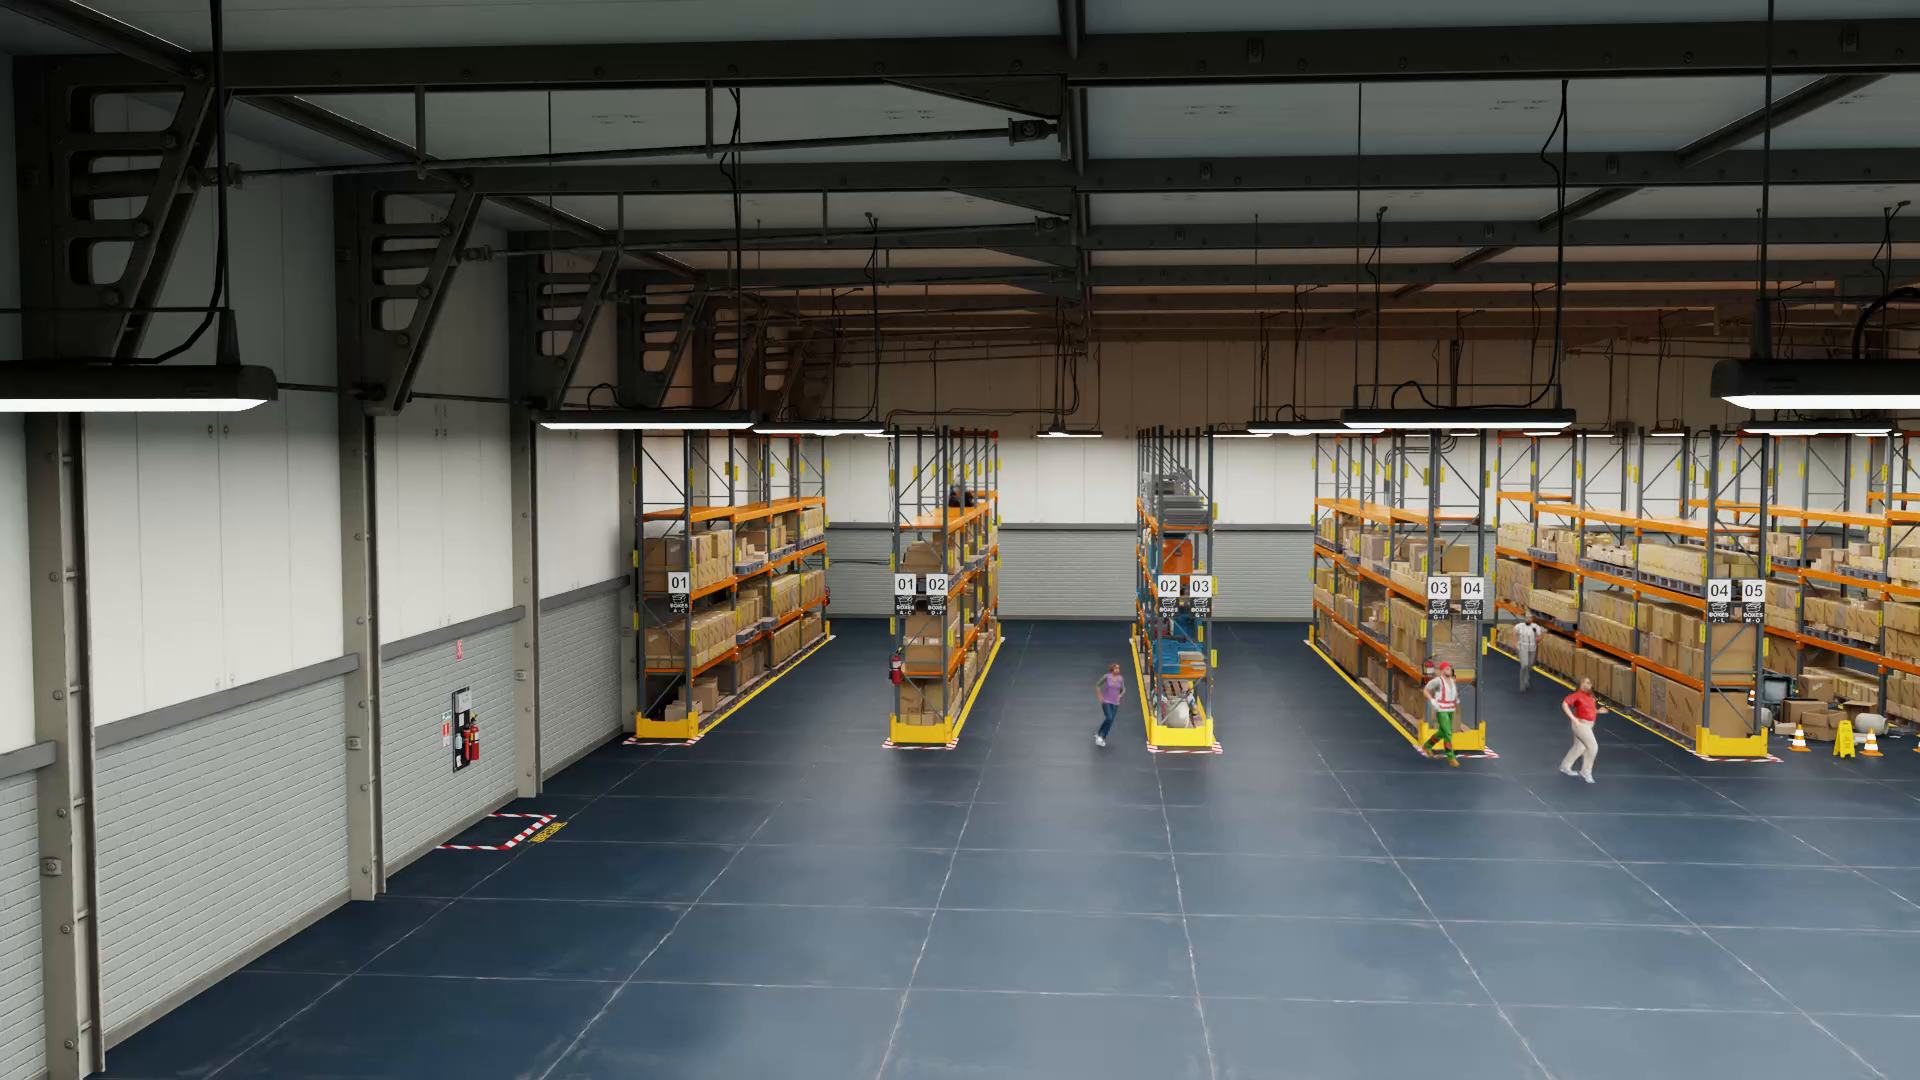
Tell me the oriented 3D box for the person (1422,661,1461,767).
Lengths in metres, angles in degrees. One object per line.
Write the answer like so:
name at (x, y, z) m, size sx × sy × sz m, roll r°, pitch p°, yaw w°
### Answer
person at (8.592, 3.059, 29.485) m, size 0.704 × 1.822 × 0.878 m, roll -2°, pitch 4°, yaw -32°

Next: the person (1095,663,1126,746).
person at (2.825, 3.068, 31.090) m, size 0.559 × 1.558 × 0.562 m, roll -1°, pitch 4°, yaw -18°

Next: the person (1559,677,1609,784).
person at (10.478, 3.197, 27.968) m, size 0.791 × 1.800 × 0.638 m, roll 3°, pitch 4°, yaw 37°

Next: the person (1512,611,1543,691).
person at (13.055, 2.546, 38.215) m, size 0.650 × 1.849 × 0.810 m, roll 0°, pitch 3°, yaw 4°
